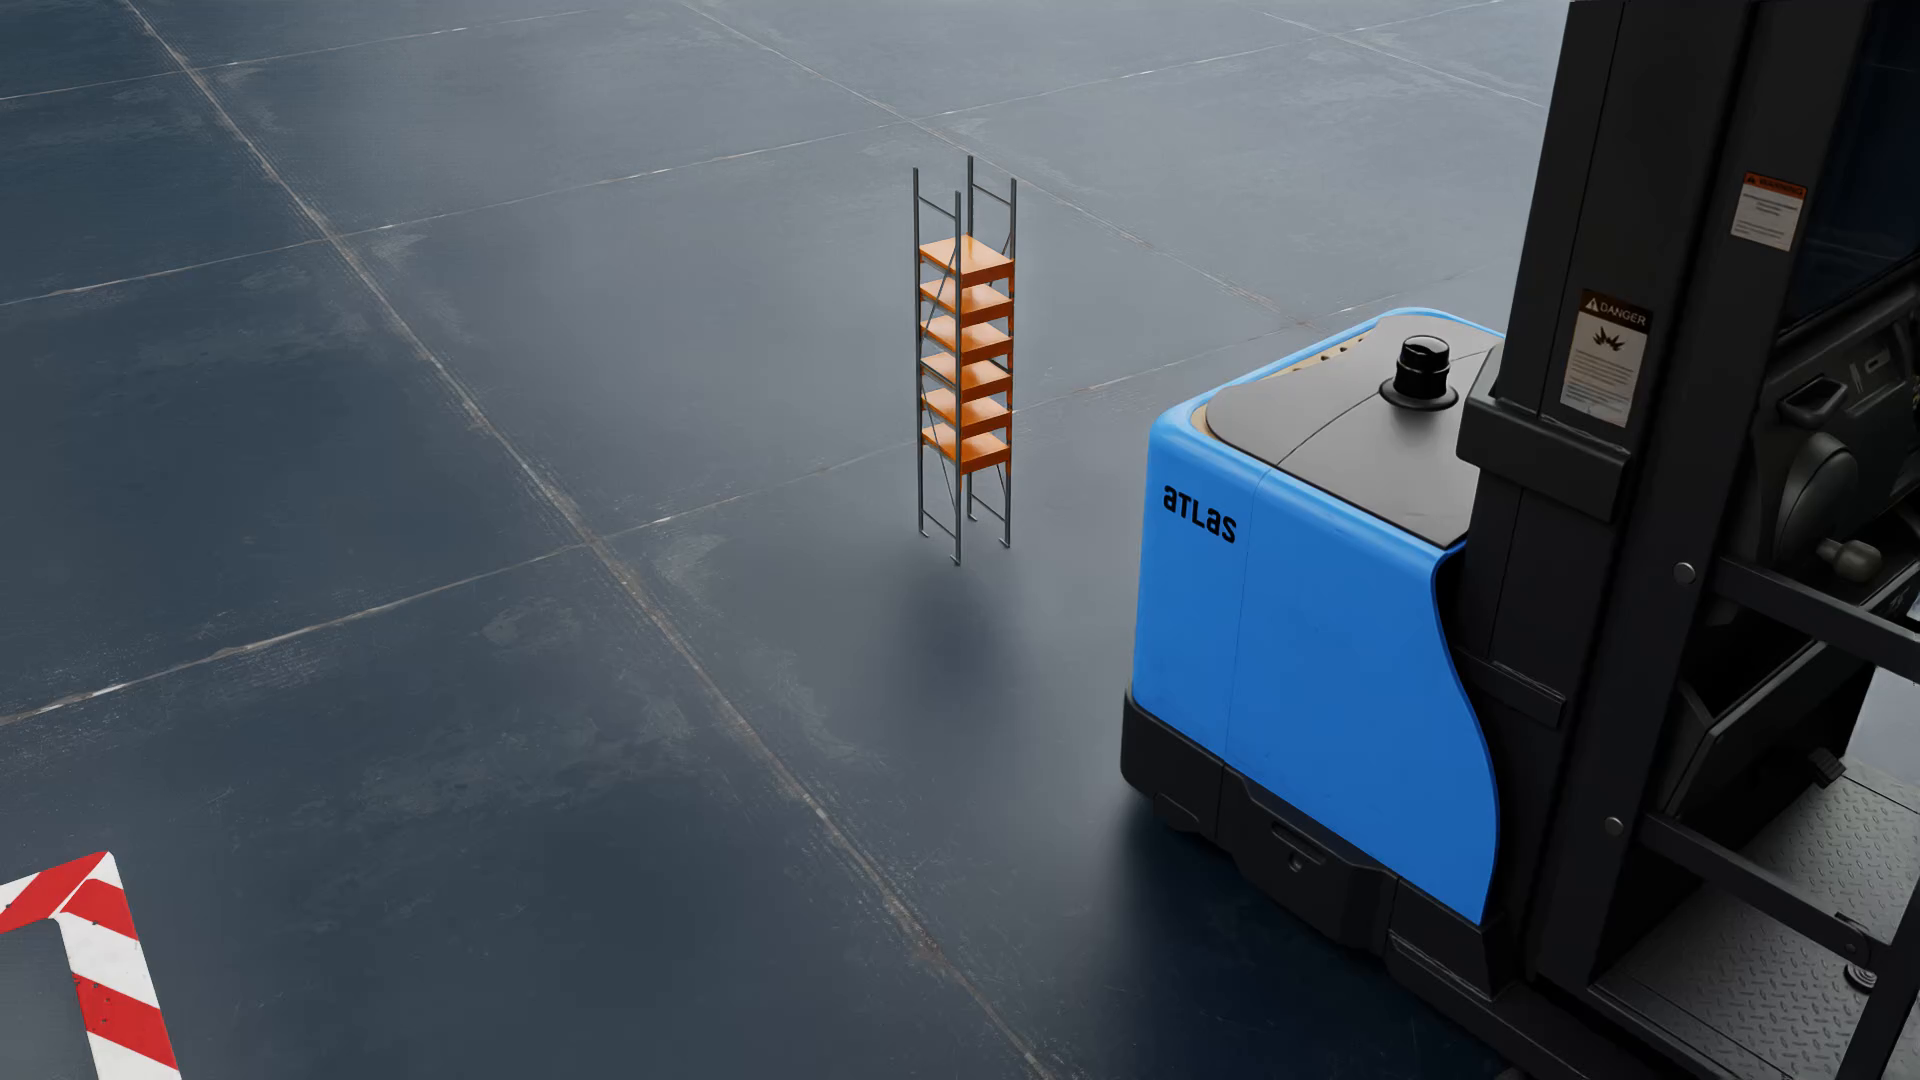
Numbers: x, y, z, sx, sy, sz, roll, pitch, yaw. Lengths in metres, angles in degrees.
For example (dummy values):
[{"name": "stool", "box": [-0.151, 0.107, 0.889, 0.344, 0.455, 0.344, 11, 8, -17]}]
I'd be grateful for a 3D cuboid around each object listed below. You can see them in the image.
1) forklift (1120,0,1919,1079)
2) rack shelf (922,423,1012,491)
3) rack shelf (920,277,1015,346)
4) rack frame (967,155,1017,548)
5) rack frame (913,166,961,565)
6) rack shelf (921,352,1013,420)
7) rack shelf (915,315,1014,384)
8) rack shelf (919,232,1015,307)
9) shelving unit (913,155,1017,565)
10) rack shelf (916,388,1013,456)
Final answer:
[{"name": "forklift", "box": [1.748, -0.179, 2.787, 1.130, 2.935, 3.031, -25, 40, -34]}, {"name": "rack shelf", "box": [0.012, -0.271, 5.088, 0.180, 0.103, 0.258, -19, 37, -27]}, {"name": "rack shelf", "box": [0.012, -0.677, 4.832, 0.180, 0.103, 0.258, -19, 37, -27]}, {"name": "rack frame", "box": [0.089, -0.538, 4.978, 0.006, 1.200, 0.240, -19, 37, -27]}, {"name": "rack frame", "box": [-0.065, -0.485, 4.895, 0.006, 1.200, 0.240, -19, 37, -27]}, {"name": "rack shelf", "box": [0.012, -0.474, 4.960, 0.180, 0.103, 0.258, -19, 37, -27]}, {"name": "rack shelf", "box": [0.012, -0.576, 4.896, 0.180, 0.103, 0.258, -19, 37, -27]}, {"name": "rack shelf", "box": [0.012, -0.779, 4.768, 0.180, 0.103, 0.258, -19, 37, -27]}, {"name": "shelving unit", "box": [0.012, -0.512, 4.937, 0.189, 1.200, 0.258, -19, 37, -27]}, {"name": "rack shelf", "box": [0.012, -0.373, 5.024, 0.180, 0.103, 0.258, -19, 37, -27]}]
